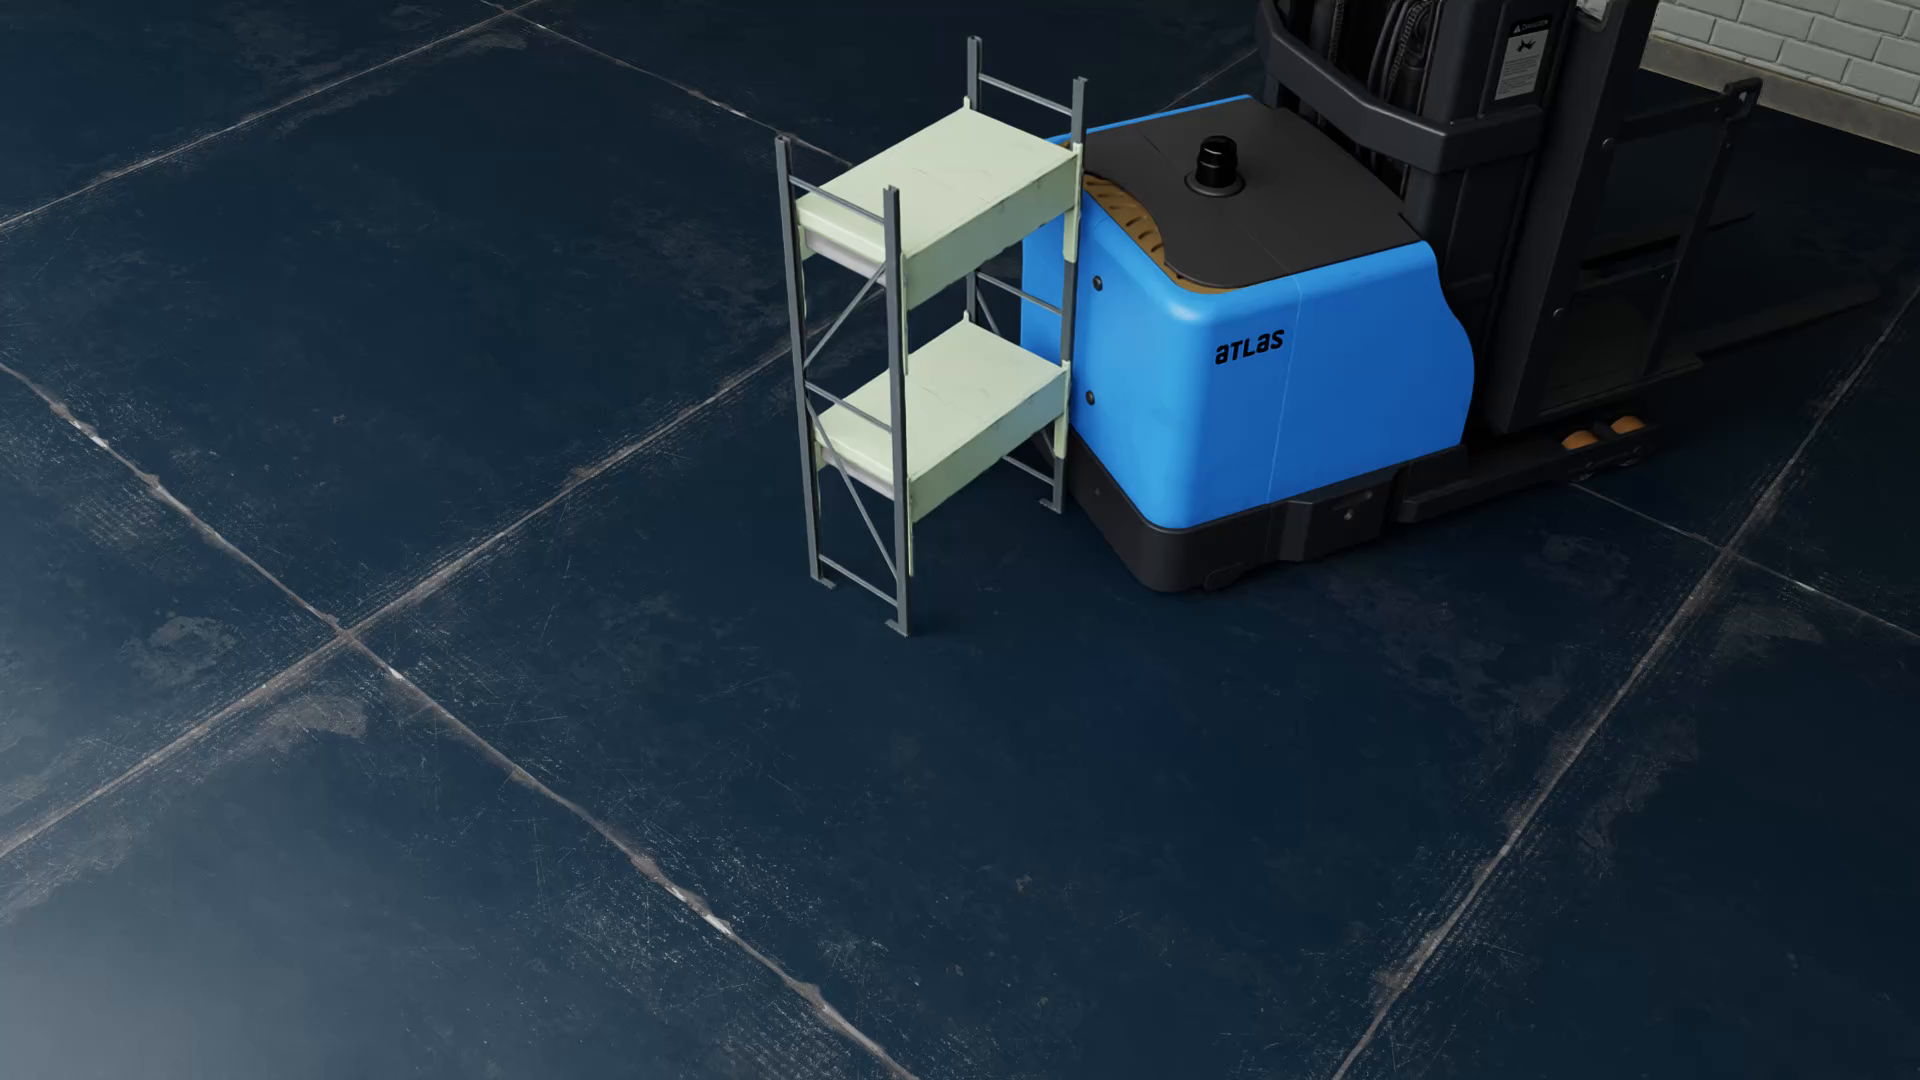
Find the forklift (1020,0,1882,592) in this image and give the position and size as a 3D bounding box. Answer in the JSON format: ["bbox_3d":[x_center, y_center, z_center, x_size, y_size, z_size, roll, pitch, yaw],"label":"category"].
[{"bbox_3d":[1.745,-1.586,4.816,3.031,2.935,1.130,-17,45,-17],"label":"forklift"}]

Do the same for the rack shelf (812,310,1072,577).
[{"bbox_3d":[-0.061,-0.302,4.952,0.431,0.370,0.720,30,50,29],"label":"rack shelf"}]

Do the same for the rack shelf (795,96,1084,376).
[{"bbox_3d":[-0.061,-0.832,4.470,0.431,0.370,0.720,30,50,29],"label":"rack shelf"}]

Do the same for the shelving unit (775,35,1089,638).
[{"bbox_3d":[-0.061,-0.543,4.733,0.431,1.500,0.755,30,50,29],"label":"shelving unit"}]

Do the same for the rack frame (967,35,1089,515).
[{"bbox_3d":[0.179,-0.729,4.937,0.400,1.500,0.023,30,50,29],"label":"rack frame"}]

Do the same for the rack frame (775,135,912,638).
[{"bbox_3d":[-0.301,-0.357,4.528,0.400,1.500,0.023,30,50,29],"label":"rack frame"}]
